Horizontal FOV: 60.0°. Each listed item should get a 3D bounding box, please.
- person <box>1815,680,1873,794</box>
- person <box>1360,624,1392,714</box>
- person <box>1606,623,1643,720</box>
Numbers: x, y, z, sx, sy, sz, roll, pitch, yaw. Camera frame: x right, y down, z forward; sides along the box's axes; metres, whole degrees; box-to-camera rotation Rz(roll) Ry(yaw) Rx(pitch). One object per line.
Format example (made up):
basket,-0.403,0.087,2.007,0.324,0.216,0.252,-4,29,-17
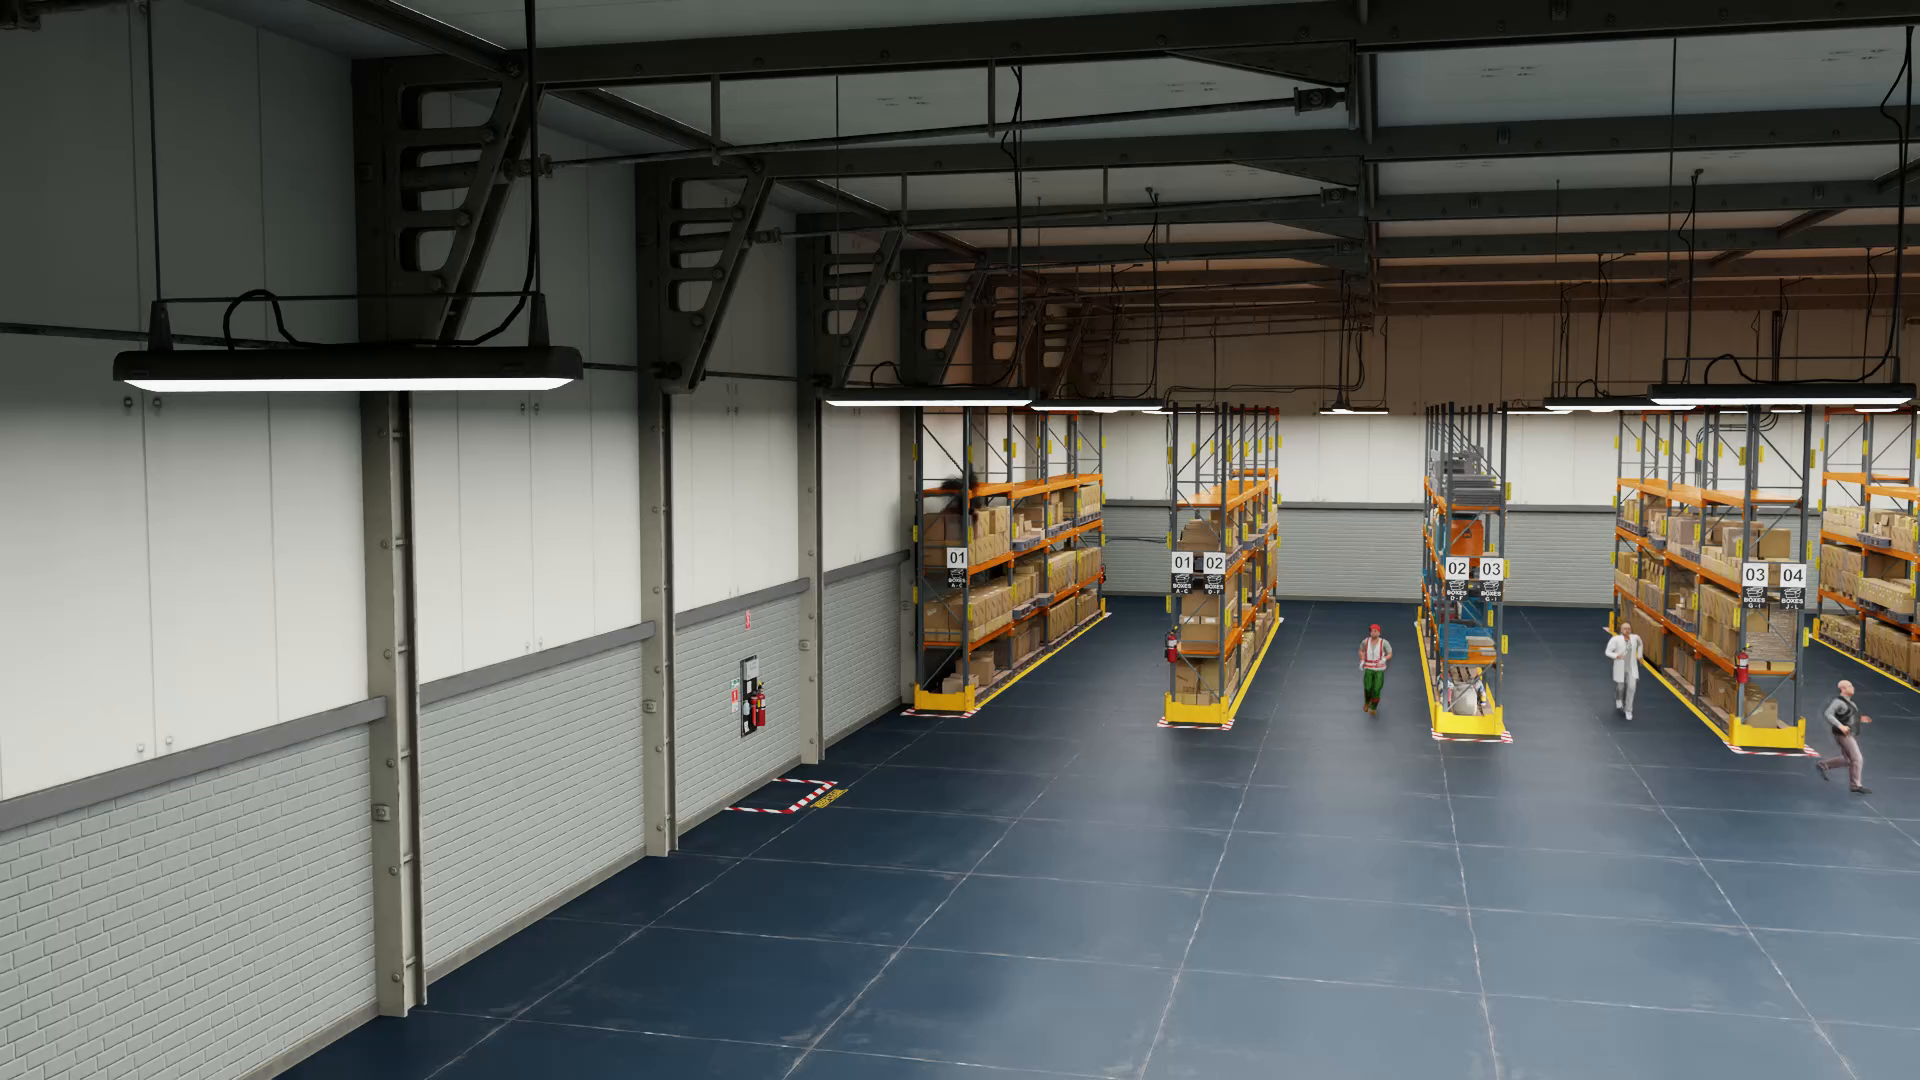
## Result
person,13.536,2.994,25.451,0.669,1.697,0.875,-4,6,-43
person,7.940,2.489,31.843,0.632,1.747,0.600,2,5,21
person,12.754,2.497,31.921,0.742,1.834,1.010,1,4,7
